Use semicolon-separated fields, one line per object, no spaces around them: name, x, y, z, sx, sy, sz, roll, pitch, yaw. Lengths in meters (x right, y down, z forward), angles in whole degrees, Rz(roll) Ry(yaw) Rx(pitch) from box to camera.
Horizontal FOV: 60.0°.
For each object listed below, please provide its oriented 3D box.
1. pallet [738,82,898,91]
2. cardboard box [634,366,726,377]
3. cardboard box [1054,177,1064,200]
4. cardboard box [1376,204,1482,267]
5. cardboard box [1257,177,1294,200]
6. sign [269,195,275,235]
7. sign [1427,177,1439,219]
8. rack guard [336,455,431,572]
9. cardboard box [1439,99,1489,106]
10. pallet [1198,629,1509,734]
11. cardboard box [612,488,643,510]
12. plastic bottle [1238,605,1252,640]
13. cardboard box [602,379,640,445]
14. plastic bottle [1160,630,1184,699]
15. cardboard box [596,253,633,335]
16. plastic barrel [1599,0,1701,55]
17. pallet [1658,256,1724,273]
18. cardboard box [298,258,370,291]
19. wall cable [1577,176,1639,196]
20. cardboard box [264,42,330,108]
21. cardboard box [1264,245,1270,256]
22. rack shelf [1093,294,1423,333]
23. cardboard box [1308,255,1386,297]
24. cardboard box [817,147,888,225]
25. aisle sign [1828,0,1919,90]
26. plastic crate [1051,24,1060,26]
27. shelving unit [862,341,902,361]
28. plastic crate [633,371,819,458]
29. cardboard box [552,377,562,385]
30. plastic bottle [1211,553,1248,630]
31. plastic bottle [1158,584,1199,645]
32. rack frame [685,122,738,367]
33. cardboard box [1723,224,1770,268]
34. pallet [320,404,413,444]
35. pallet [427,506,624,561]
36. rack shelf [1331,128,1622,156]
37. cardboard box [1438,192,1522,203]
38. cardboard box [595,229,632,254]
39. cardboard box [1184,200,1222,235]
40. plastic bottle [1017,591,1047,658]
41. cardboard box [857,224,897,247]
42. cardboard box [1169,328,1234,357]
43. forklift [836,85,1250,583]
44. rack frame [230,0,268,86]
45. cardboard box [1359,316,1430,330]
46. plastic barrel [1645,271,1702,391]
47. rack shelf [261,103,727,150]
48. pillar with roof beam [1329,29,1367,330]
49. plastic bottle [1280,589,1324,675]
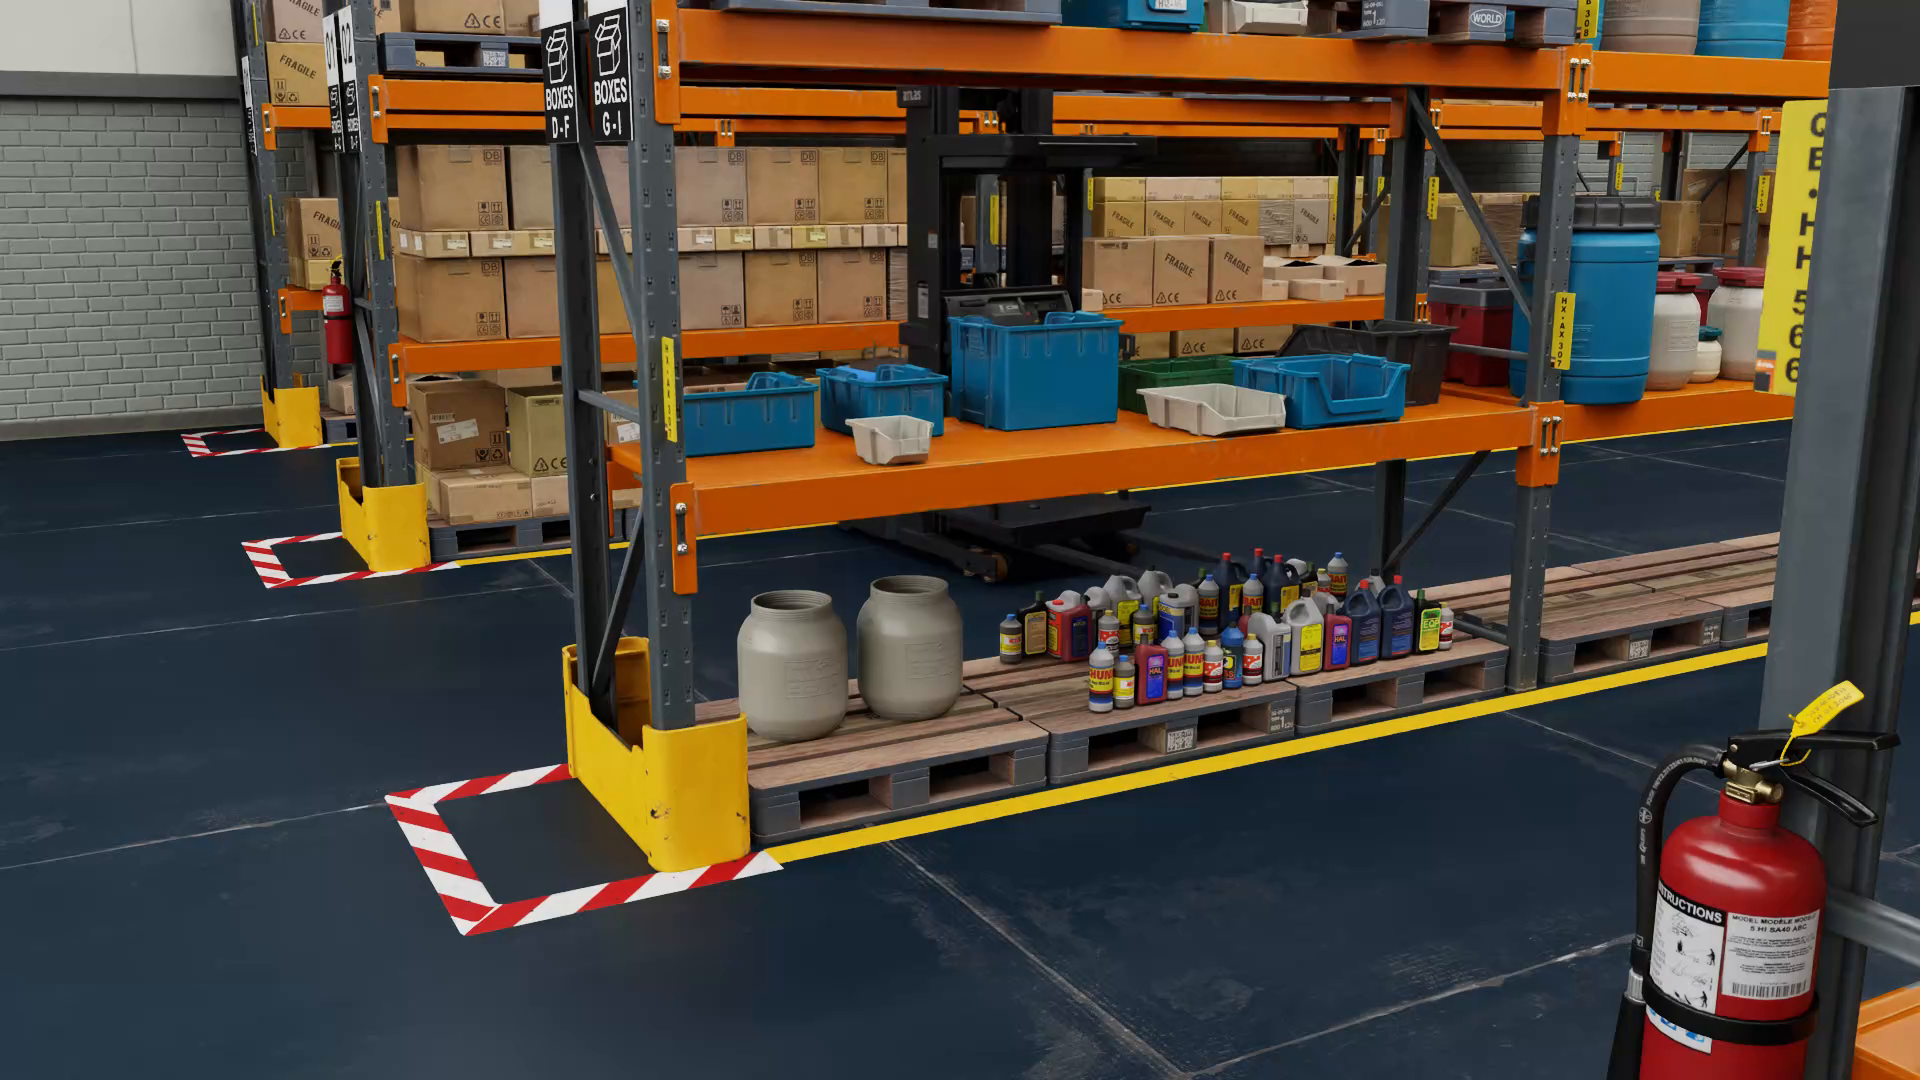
pallet;-0.775;-3.149;11.141;1.213;0.211;1.003;-7;14;-28
cardboard box;-1.912;-0.906;11.403;0.500;0.500;0.500;-7;14;-28
cardboard box;1.369;-3.866;18.297;0.500;0.250;0.500;-6;14;-26
cardboard box;3.971;-2.586;14.085;0.700;0.500;0.500;11;17;41
cardboard box;3.417;-3.985;18.826;0.500;0.250;0.500;-7;14;-27
sign;-5.667;-2.675;13.692;0.005;0.325;0.100;-7;14;-28
sign;3.741;-2.703;13.150;0.005;0.325;0.100;-7;14;-28
rack guard;-3.571;-0.181;10.275;0.348;0.500;1.175;-7;14;-28
cardboard box;3.839;-3.809;13.644;0.500;0.500;0.910;-7;14;-28
pallet;1.722;0.554;7.666;1.213;0.211;1.003;-7;14;-28
cardboard box;-2.097;-0.386;10.798;0.500;0.250;0.500;-7;14;-28
plastic bottle;1.256;0.415;7.118;0.133;0.283;0.061;-7;14;-28
cardboard box;-2.102;-0.754;10.725;0.500;0.500;0.500;-7;14;-28
plastic bottle;0.862;0.502;6.760;0.097;0.271;0.097;0;13;0
cardboard box;-2.237;-1.606;10.685;0.500;0.500;0.700;-7;14;-27
plastic barrel;3.248;-2.741;7.983;0.600;0.901;0.600;0;13;0
pallet;6.229;-2.509;15.362;1.213;0.211;1.003;-7;14;-28
cardboard box;-5.346;-2.284;14.222;0.500;0.250;0.500;-7;15;-29
wall cable;8.788;-4.853;23.028;1.851;1.984;0.084;-7;14;-28
cardboard box;-5.513;-3.866;13.851;0.500;0.500;0.500;-6;14;-26
cardboard box;3.309;-3.292;18.930;0.250;0.149;0.380;-7;15;-29
rack shelf;1.716;-1.683;12.895;4.000;0.370;1.077;-7;14;-28
cardboard box;3.132;-2.171;13.628;0.500;0.311;0.500;-6;14;-24
cardboard box;-0.868;-2.404;11.278;0.500;0.500;0.700;-7;14;-28
aisle sign;0.995;-0.813;1.469;0.004;0.787;0.394;-7;14;-28
plastic crate;0.350;-2.162;6.590;0.575;0.384;0.392;-7;14;-28
shelving unit;-0.512;-0.748;11.174;0.189;1.200;0.258;-6;13;-22
plastic crate;-0.884;-0.486;6.275;0.616;0.251;0.499;-7;14;-28
cardboard box;-3.829;-1.437;15.656;0.250;0.149;0.380;-8;15;-32
plastic bottle;1.258;0.234;7.770;0.185;0.351;0.144;-8;15;-30
plastic bottle;0.978;0.341;7.465;0.135;0.276;0.152;-7;14;-28
rack frame;-2.416;-2.778;16.122;0.127;3.000;1.000;-7;14;-28
cardboard box;7.561;-2.715;15.615;0.500;0.500;0.500;-6;14;-26
pallet;-5.130;-1.083;14.943;1.213;0.211;1.003;-7;14;-28
pallet;-2.899;-0.131;10.711;1.213;0.211;1.003;-7;14;-28
rack shelf;6.361;-4.943;20.546;4.000;0.370;1.077;-7;14;-28
cardboard box;6.367;-3.974;20.753;0.700;0.700;0.980;-8;15;-31
cardboard box;-2.197;-1.877;10.412;0.250;0.149;0.380;-7;15;-30
cardboard box;2.544;-3.510;18.421;0.500;0.500;0.500;-7;14;-28
plastic bottle;0.316;0.369;7.322;0.133;0.283;0.061;-6;14;-26
cardboard box;-0.622;-2.065;11.250;0.250;0.149;0.380;-7;15;-30
cardboard box;2.575;-2.498;18.817;0.750;0.750;0.750;-7;14;-28
forklift;0.432;-1.305;9.730;1.130;2.935;3.031;-9;16;-35
rack frame;-5.927;-5.284;13.593;0.127;3.000;1.000;-7;14;-28
cardboard box;5.312;-2.664;20.351;0.500;0.500;0.700;-7;14;-27
plastic barrel;3.276;-0.994;7.882;0.433;0.535;0.433;0;13;0
rack shelf;-4.171;-3.680;14.936;4.000;0.370;1.077;-7;14;-28
pillar with roof beam;6.869;-5.957;16.584;0.400;9.000;9.100;-7;14;-28
plastic bottle;1.452;0.386;7.092;0.185;0.351;0.144;-7;14;-28
